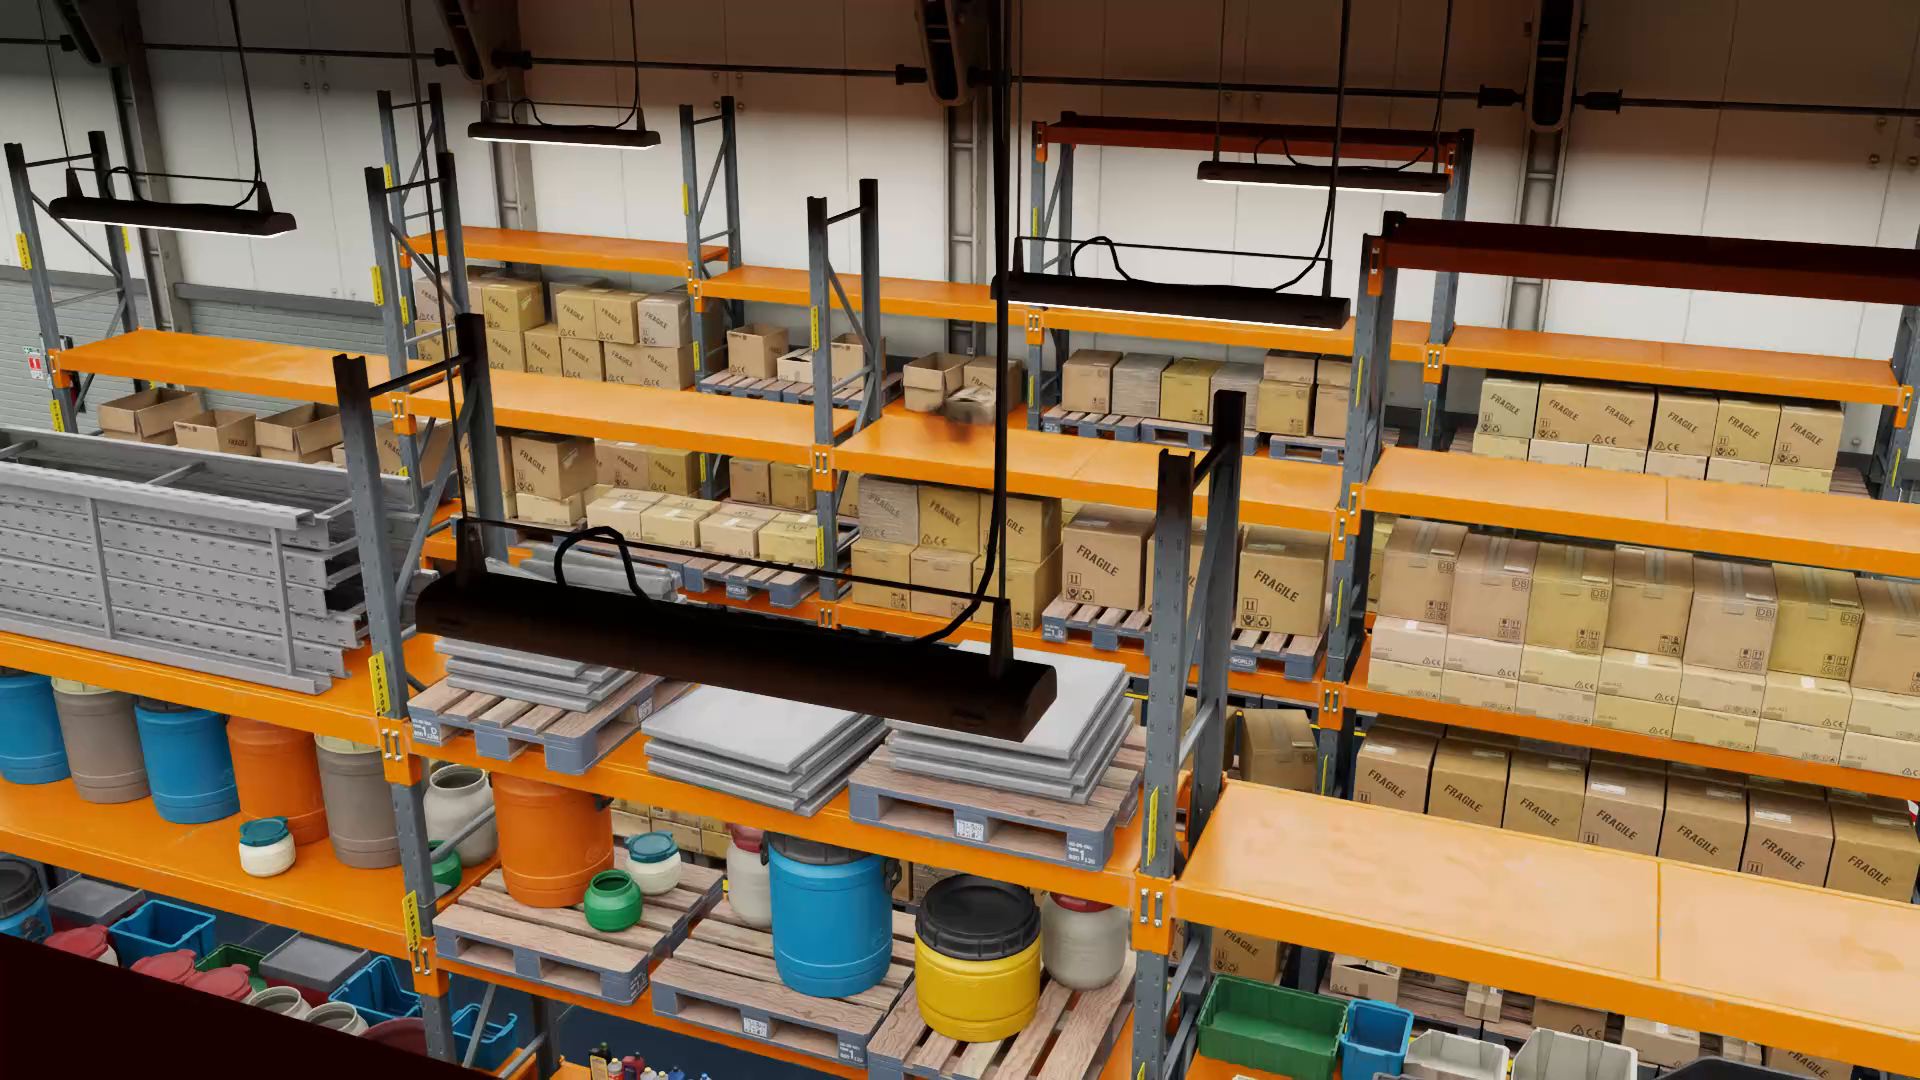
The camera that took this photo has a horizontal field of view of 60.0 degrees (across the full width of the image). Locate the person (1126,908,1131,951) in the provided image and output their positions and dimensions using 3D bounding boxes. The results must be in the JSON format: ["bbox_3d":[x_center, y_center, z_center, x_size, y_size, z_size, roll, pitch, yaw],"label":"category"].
[{"bbox_3d":[1.036,3.065,12.101,0.927,1.607,0.606,9,23,23],"label":"person"}]
